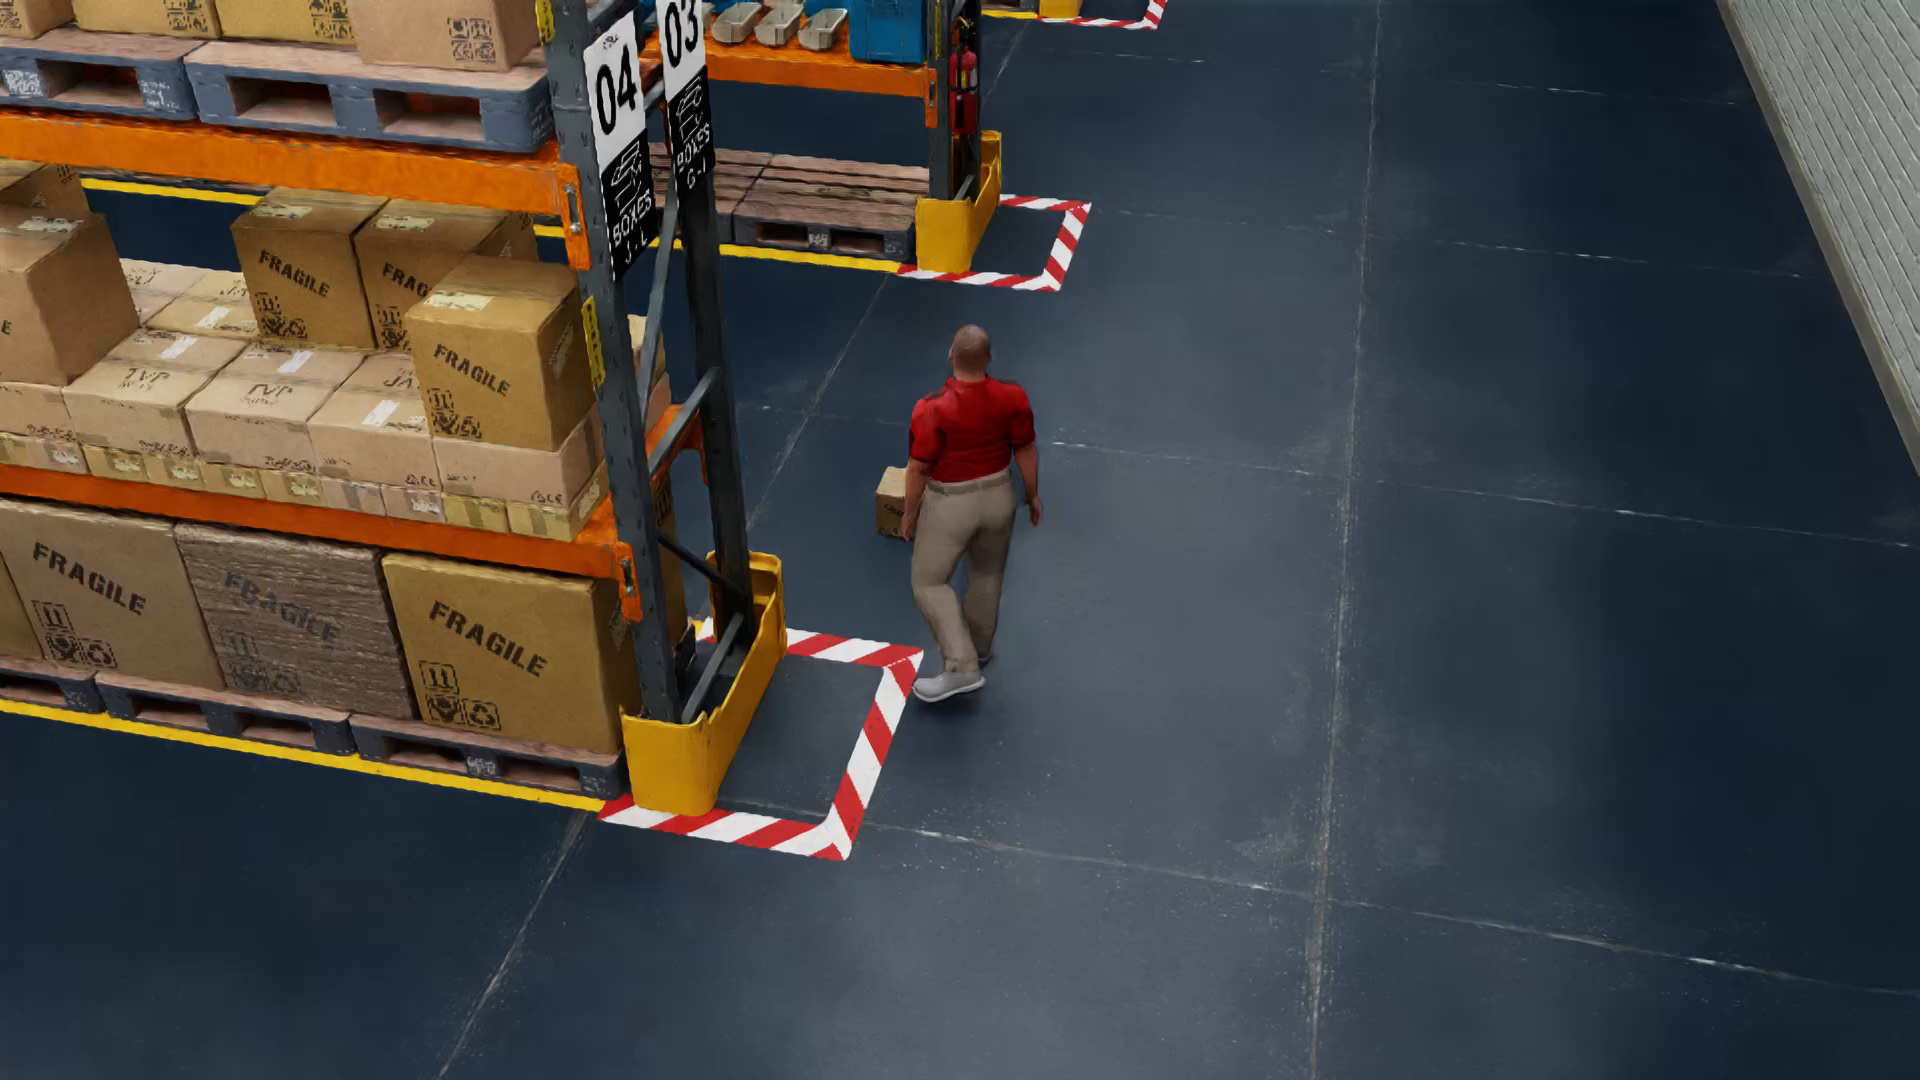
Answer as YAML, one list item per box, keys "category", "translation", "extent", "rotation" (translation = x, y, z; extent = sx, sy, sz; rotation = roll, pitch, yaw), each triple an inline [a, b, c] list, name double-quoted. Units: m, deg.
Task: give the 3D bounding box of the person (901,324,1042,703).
- category: "person"
  translation: [0.049, -0.085, 7.167]
  extent: [0.676, 1.626, 0.589]
  rotation: [-13, 38, -17]
